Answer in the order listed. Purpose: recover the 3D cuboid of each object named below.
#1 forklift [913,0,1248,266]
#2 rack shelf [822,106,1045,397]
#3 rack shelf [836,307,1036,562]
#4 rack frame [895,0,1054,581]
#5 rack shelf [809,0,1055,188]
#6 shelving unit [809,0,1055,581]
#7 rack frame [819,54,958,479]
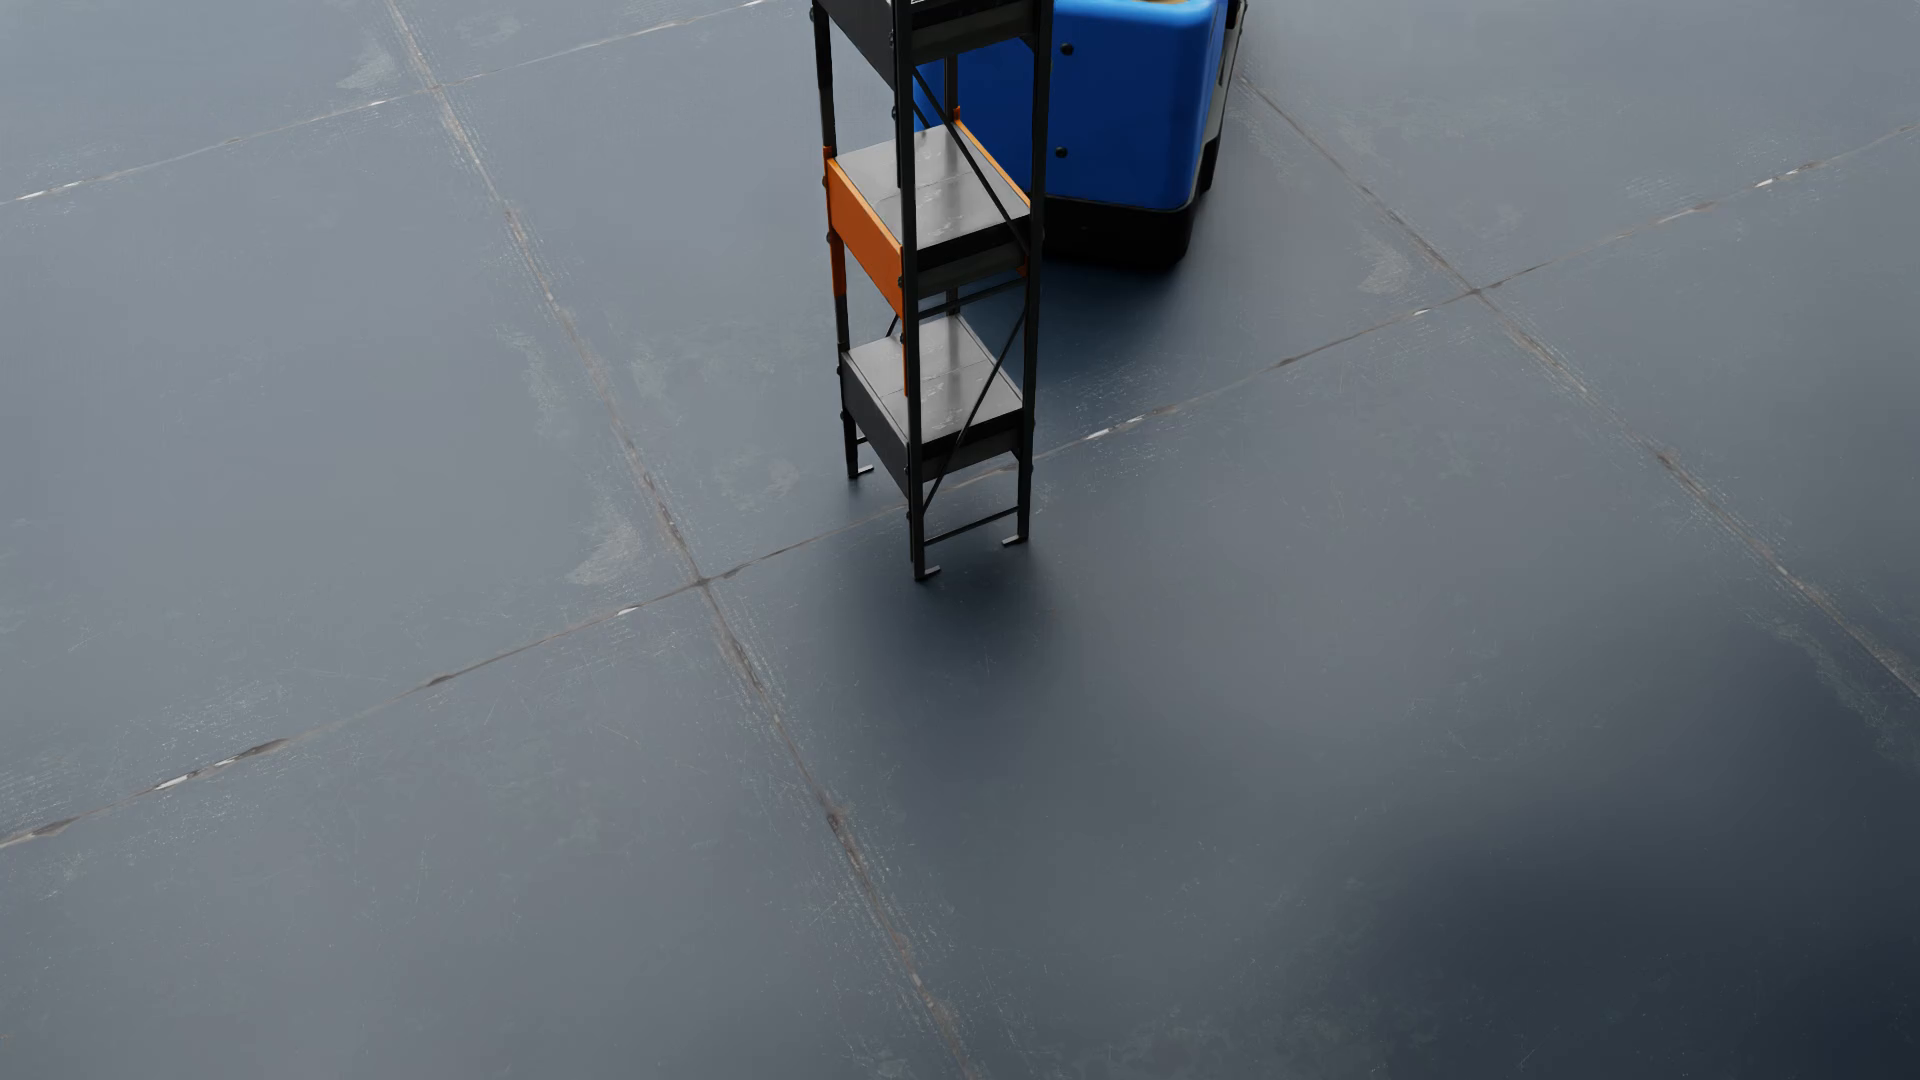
[{"bbox_3d":[0.627,-3.094,6.009,1.130,2.935,3.031,10,50,8],"label":"forklift"},{"bbox_3d":[-0.076,-0.793,4.567,0.431,0.518,0.480,-21,52,-18],"label":"rack shelf"},{"bbox_3d":[-0.076,-0.332,5.094,0.431,0.518,0.480,-21,52,-18],"label":"rack shelf"},{"bbox_3d":[0.036,-0.639,4.414,0.400,2.100,0.015,-21,52,-18],"label":"rack frame"},{"bbox_3d":[-0.076,-1.254,4.040,0.431,0.518,0.480,-21,52,-18],"label":"rack shelf"},{"bbox_3d":[-0.076,-0.802,4.557,0.431,2.100,0.503,-21,52,-18],"label":"shelving unit"},{"bbox_3d":[-0.187,-0.965,4.699,0.400,2.100,0.015,-21,52,-18],"label":"rack frame"}]
